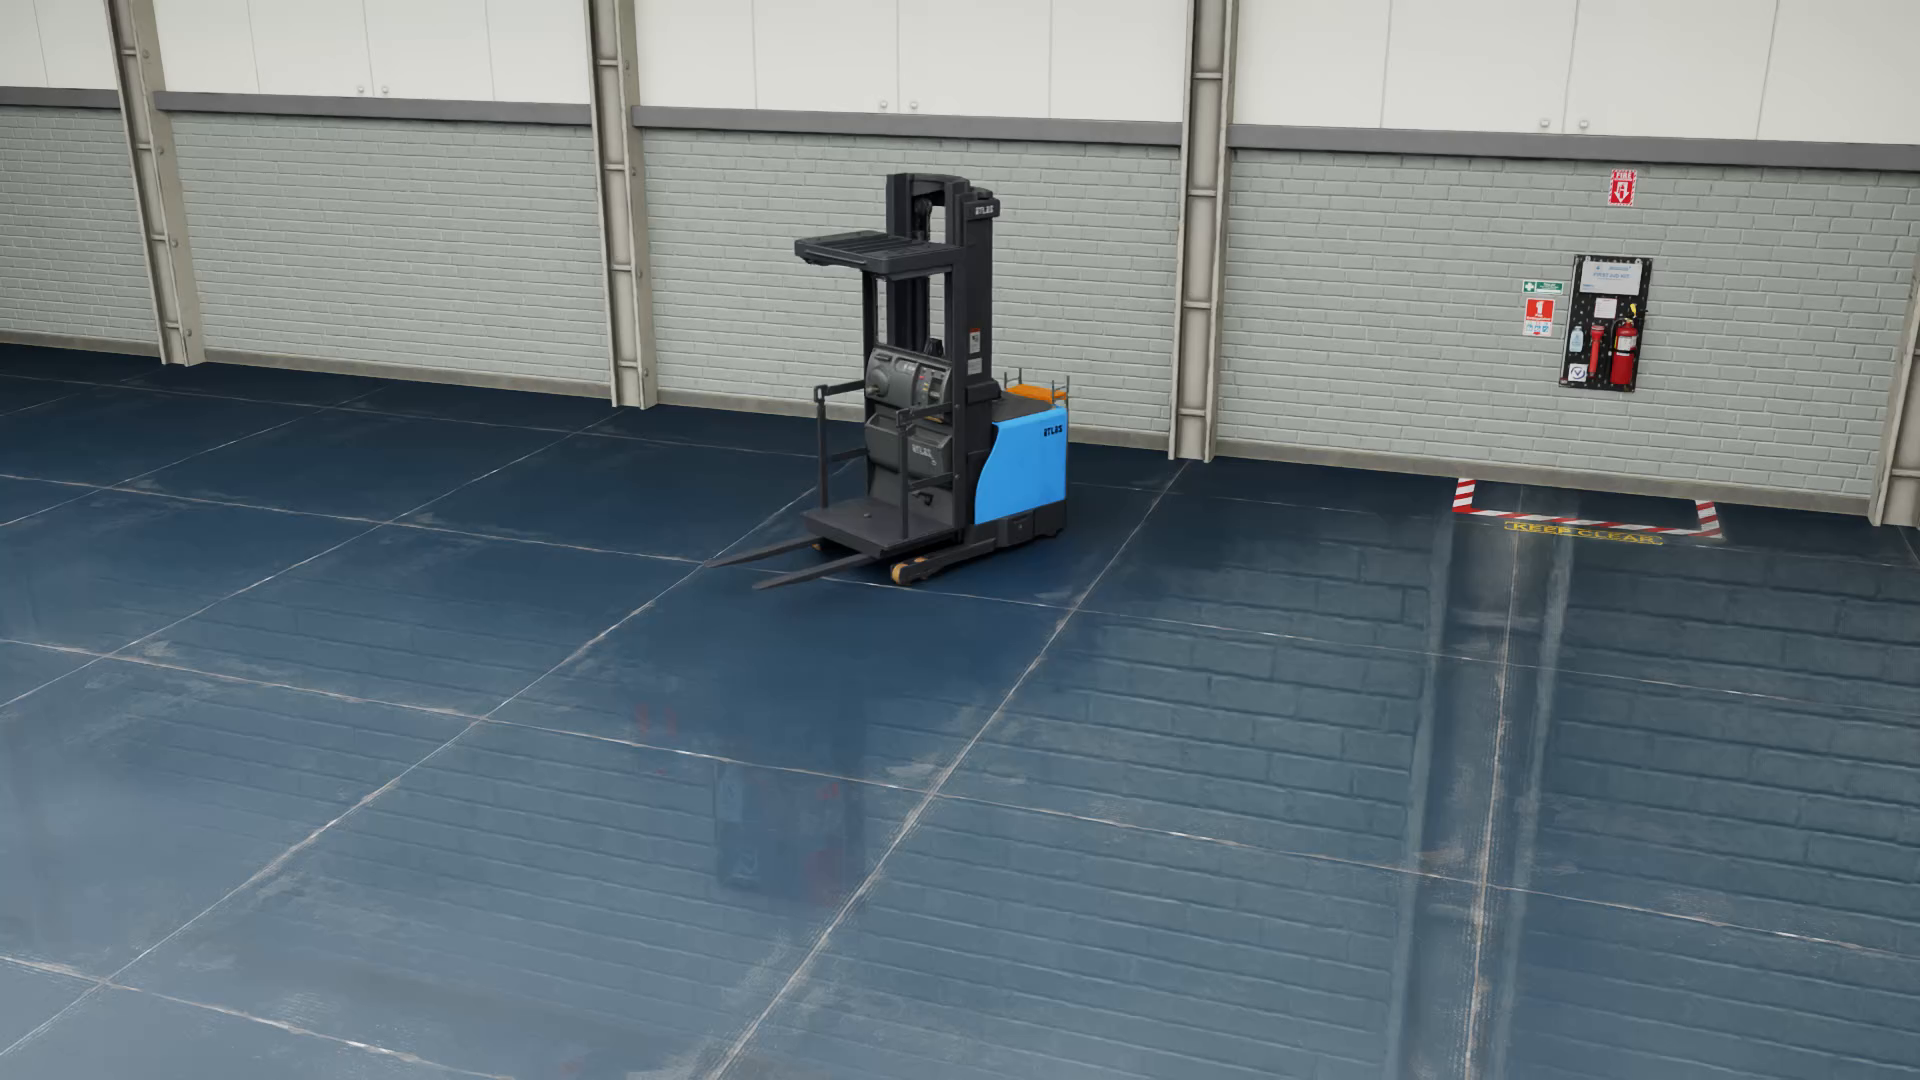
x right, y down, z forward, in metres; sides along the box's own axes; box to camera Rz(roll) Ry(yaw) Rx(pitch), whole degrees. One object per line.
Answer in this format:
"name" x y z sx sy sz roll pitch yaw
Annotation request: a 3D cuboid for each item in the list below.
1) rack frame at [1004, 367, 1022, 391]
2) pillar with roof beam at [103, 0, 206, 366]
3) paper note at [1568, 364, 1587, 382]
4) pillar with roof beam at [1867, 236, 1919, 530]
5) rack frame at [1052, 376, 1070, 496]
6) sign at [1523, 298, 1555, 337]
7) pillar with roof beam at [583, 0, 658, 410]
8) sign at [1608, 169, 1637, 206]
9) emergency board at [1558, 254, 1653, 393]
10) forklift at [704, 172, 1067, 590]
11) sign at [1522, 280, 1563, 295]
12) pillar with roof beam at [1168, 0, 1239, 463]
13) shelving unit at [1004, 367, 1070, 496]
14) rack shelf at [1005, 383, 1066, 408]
"rack frame" 0.447 -0.869 14.246 0.015 1.200 0.240 14 24 35
"pillar with roof beam" -10.538 -5.001 14.253 0.400 9.000 9.100 7 20 18
"paper note" 5.411 -1.466 14.564 0.142 0.148 0.016 7 20 18
"pillar with roof beam" 6.465 -3.057 8.675 0.400 9.000 9.100 7 20 18
"rack frame" 0.834 -0.771 13.966 0.015 1.200 0.240 14 24 35
"sign" 5.068 -1.950 14.560 0.234 0.329 0.001 7 20 18
"pillar with roof beam" -4.870 -4.353 12.394 0.400 9.000 9.100 7 20 18
"sign" 5.581 -2.968 14.012 0.199 0.298 0.001 7 20 18
"emergency board" 5.556 -1.842 14.302 0.643 1.169 0.194 7 20 18
"forklift" -0.553 -1.234 12.665 3.031 2.935 1.130 -16 25 -39
"sign" 5.069 -2.197 14.463 0.331 0.109 0.001 7 20 18
"pillar with roof beam" 0.797 -3.705 10.534 0.400 9.000 9.100 7 20 18
"shelving unit" 0.641 -0.820 14.106 0.503 1.200 0.258 14 24 35
"rack shelf" 0.641 -1.191 13.977 0.480 0.148 0.258 14 24 35
